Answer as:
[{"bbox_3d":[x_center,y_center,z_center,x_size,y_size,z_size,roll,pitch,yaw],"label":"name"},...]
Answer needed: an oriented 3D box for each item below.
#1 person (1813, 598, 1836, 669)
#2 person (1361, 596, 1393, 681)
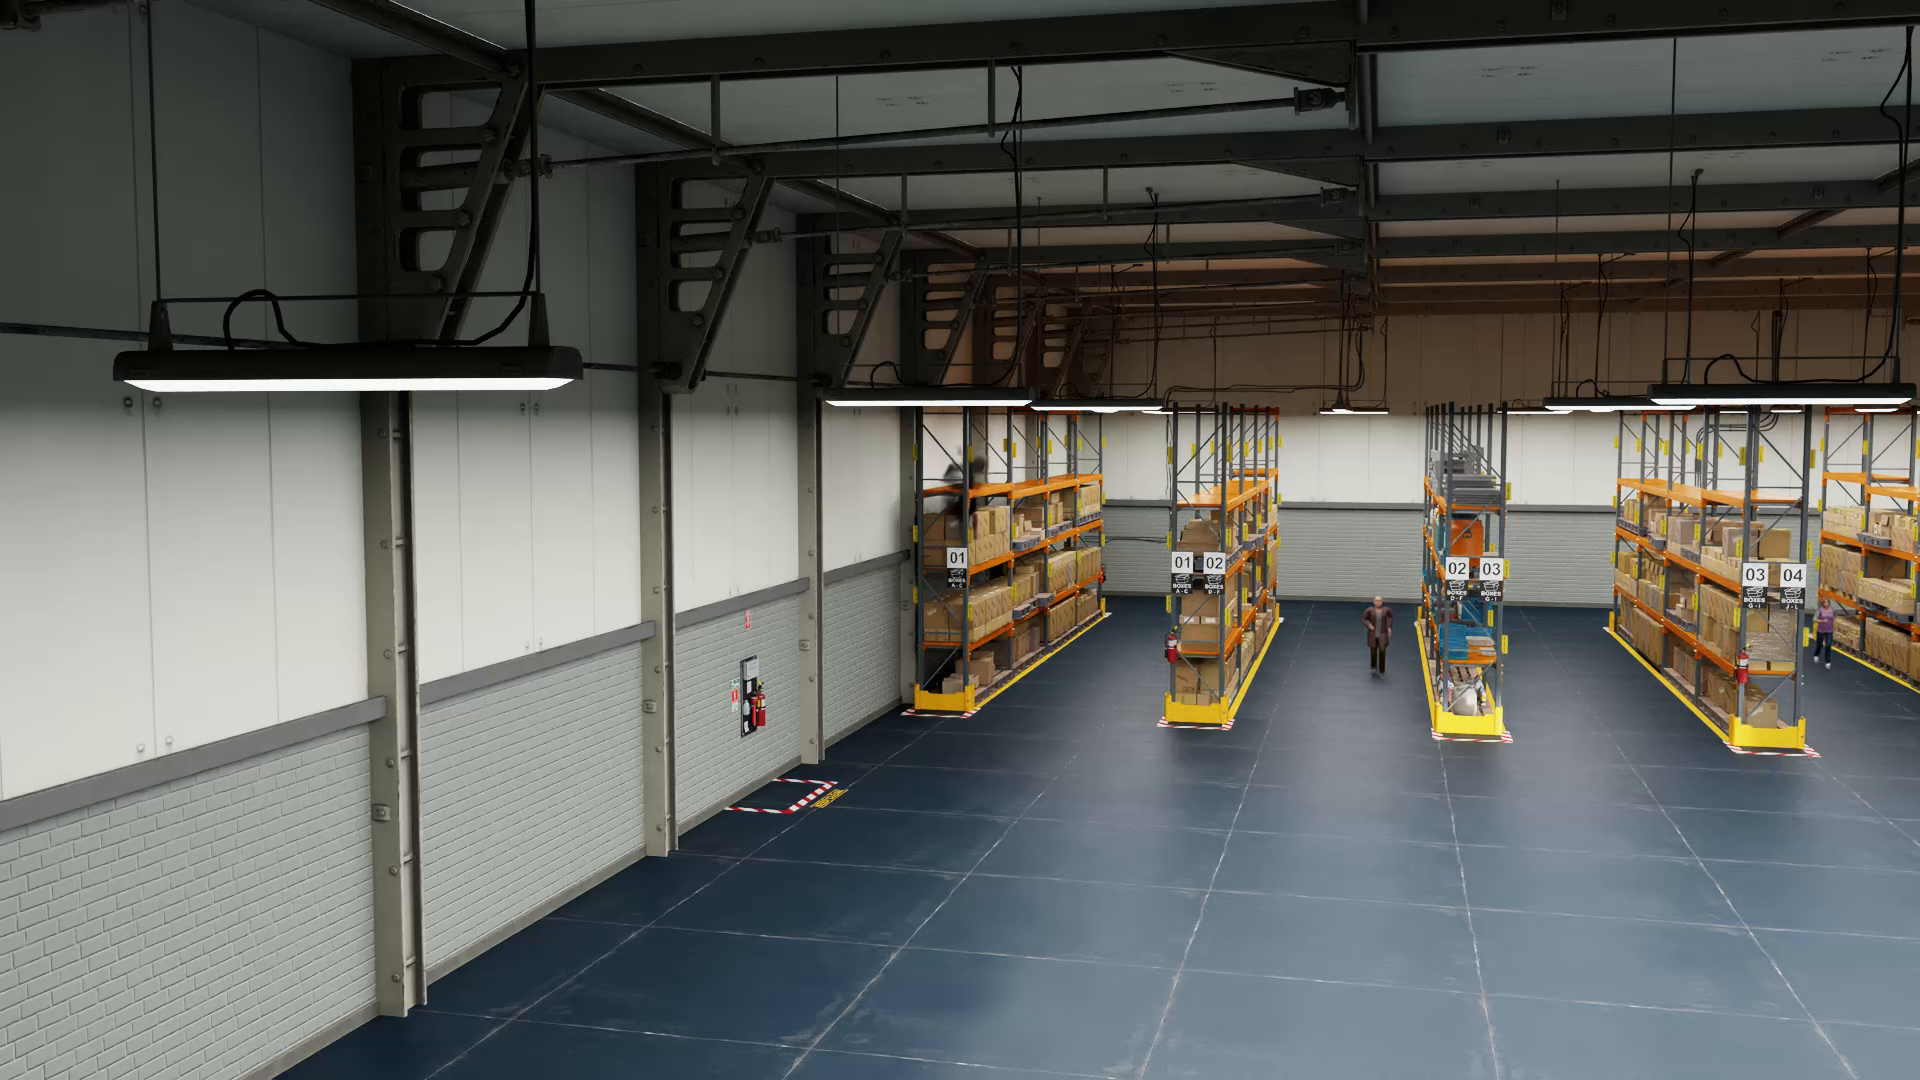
[{"bbox_3d":[19.697,2.097,37.896,0.545,1.575,0.896,1,4,13],"label":"person"},{"bbox_3d":[9.169,2.133,36.572,0.707,1.838,0.891,1,4,11],"label":"person"}]
